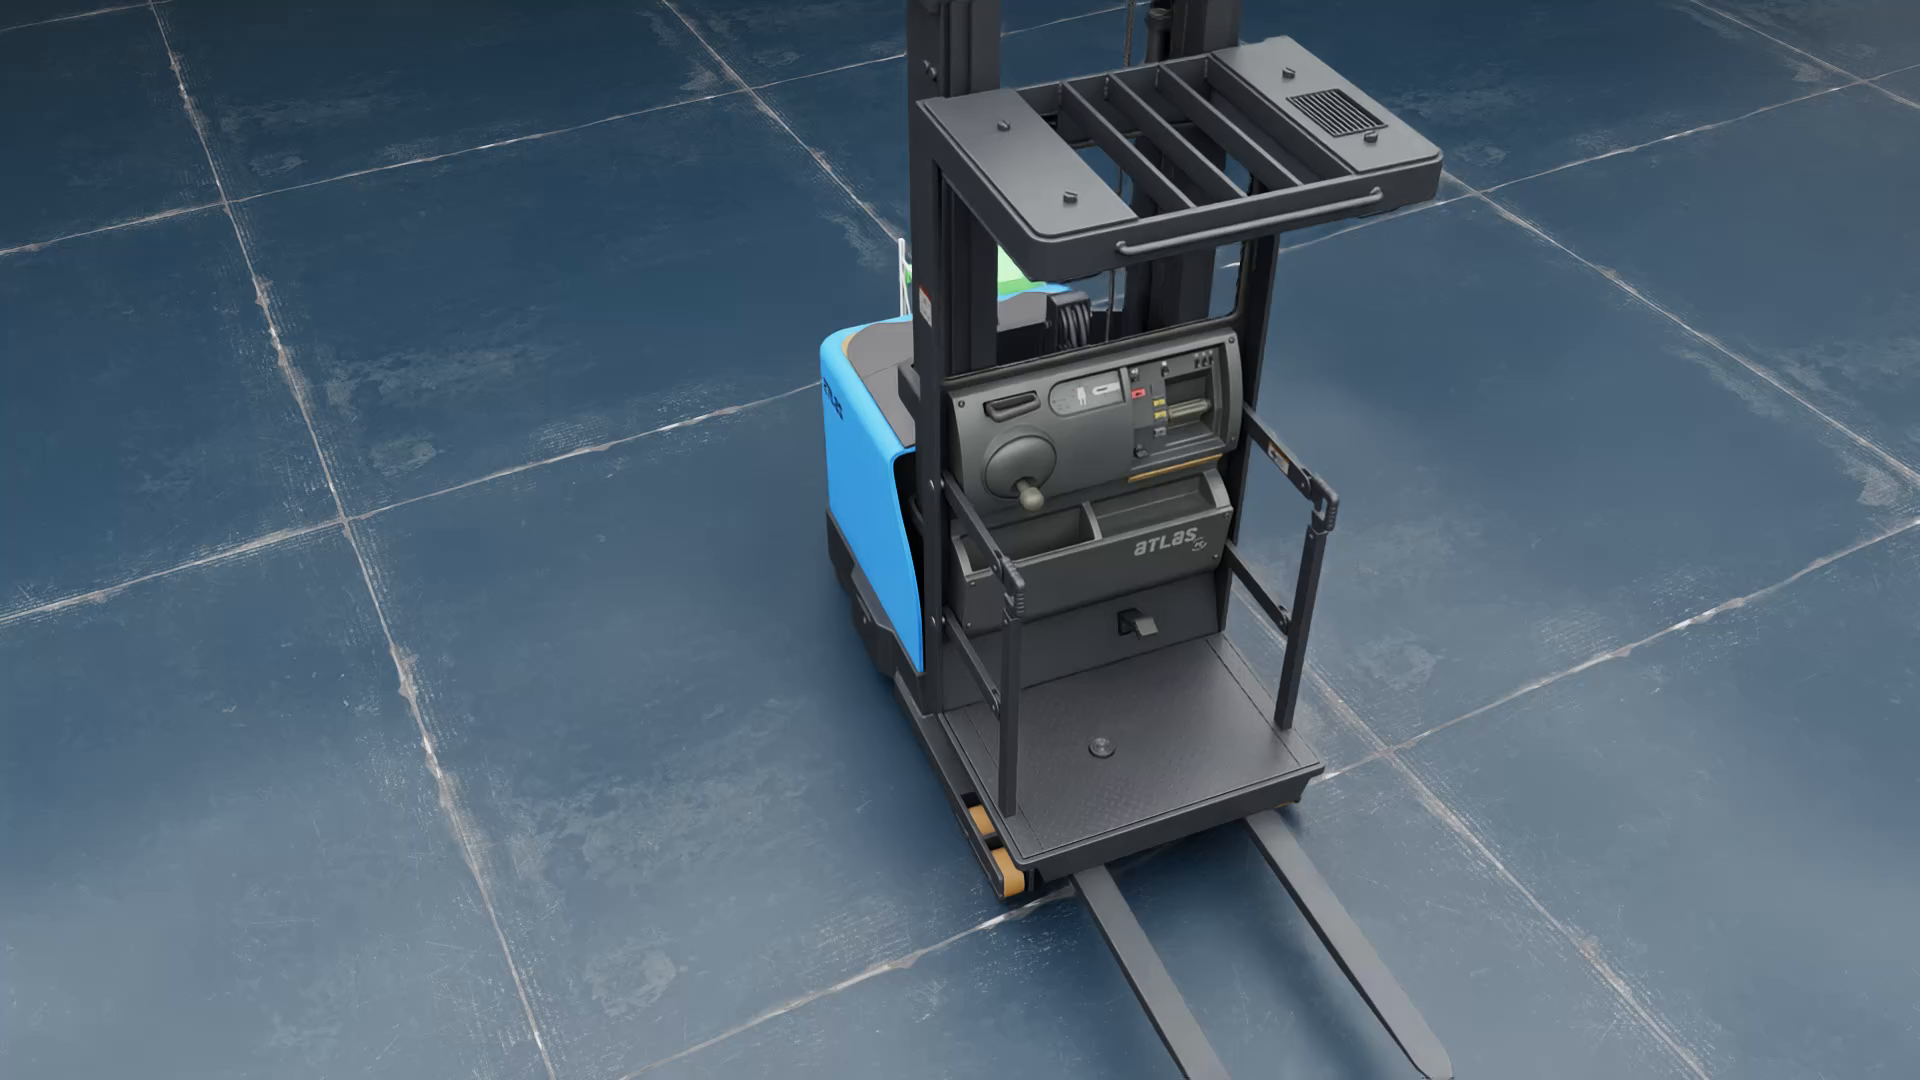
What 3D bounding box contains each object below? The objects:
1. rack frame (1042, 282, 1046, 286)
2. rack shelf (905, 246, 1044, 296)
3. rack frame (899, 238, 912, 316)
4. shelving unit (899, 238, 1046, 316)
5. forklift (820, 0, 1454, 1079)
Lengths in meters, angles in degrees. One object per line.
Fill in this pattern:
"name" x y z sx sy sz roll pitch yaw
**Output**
"rack frame" 0.275 -0.716 6.667 0.015 1.200 0.240 -15 42 -17
"rack shelf" 0.049 -0.975 6.329 0.480 0.148 0.258 -15 42 -17
"rack frame" -0.177 -0.598 6.527 0.015 1.200 0.240 -15 42 -17
"shelving unit" 0.049 -0.657 6.597 0.503 1.200 0.258 -15 42 -17
"forklift" 0.503 -0.277 4.808 1.130 2.935 3.031 -15 42 -17
